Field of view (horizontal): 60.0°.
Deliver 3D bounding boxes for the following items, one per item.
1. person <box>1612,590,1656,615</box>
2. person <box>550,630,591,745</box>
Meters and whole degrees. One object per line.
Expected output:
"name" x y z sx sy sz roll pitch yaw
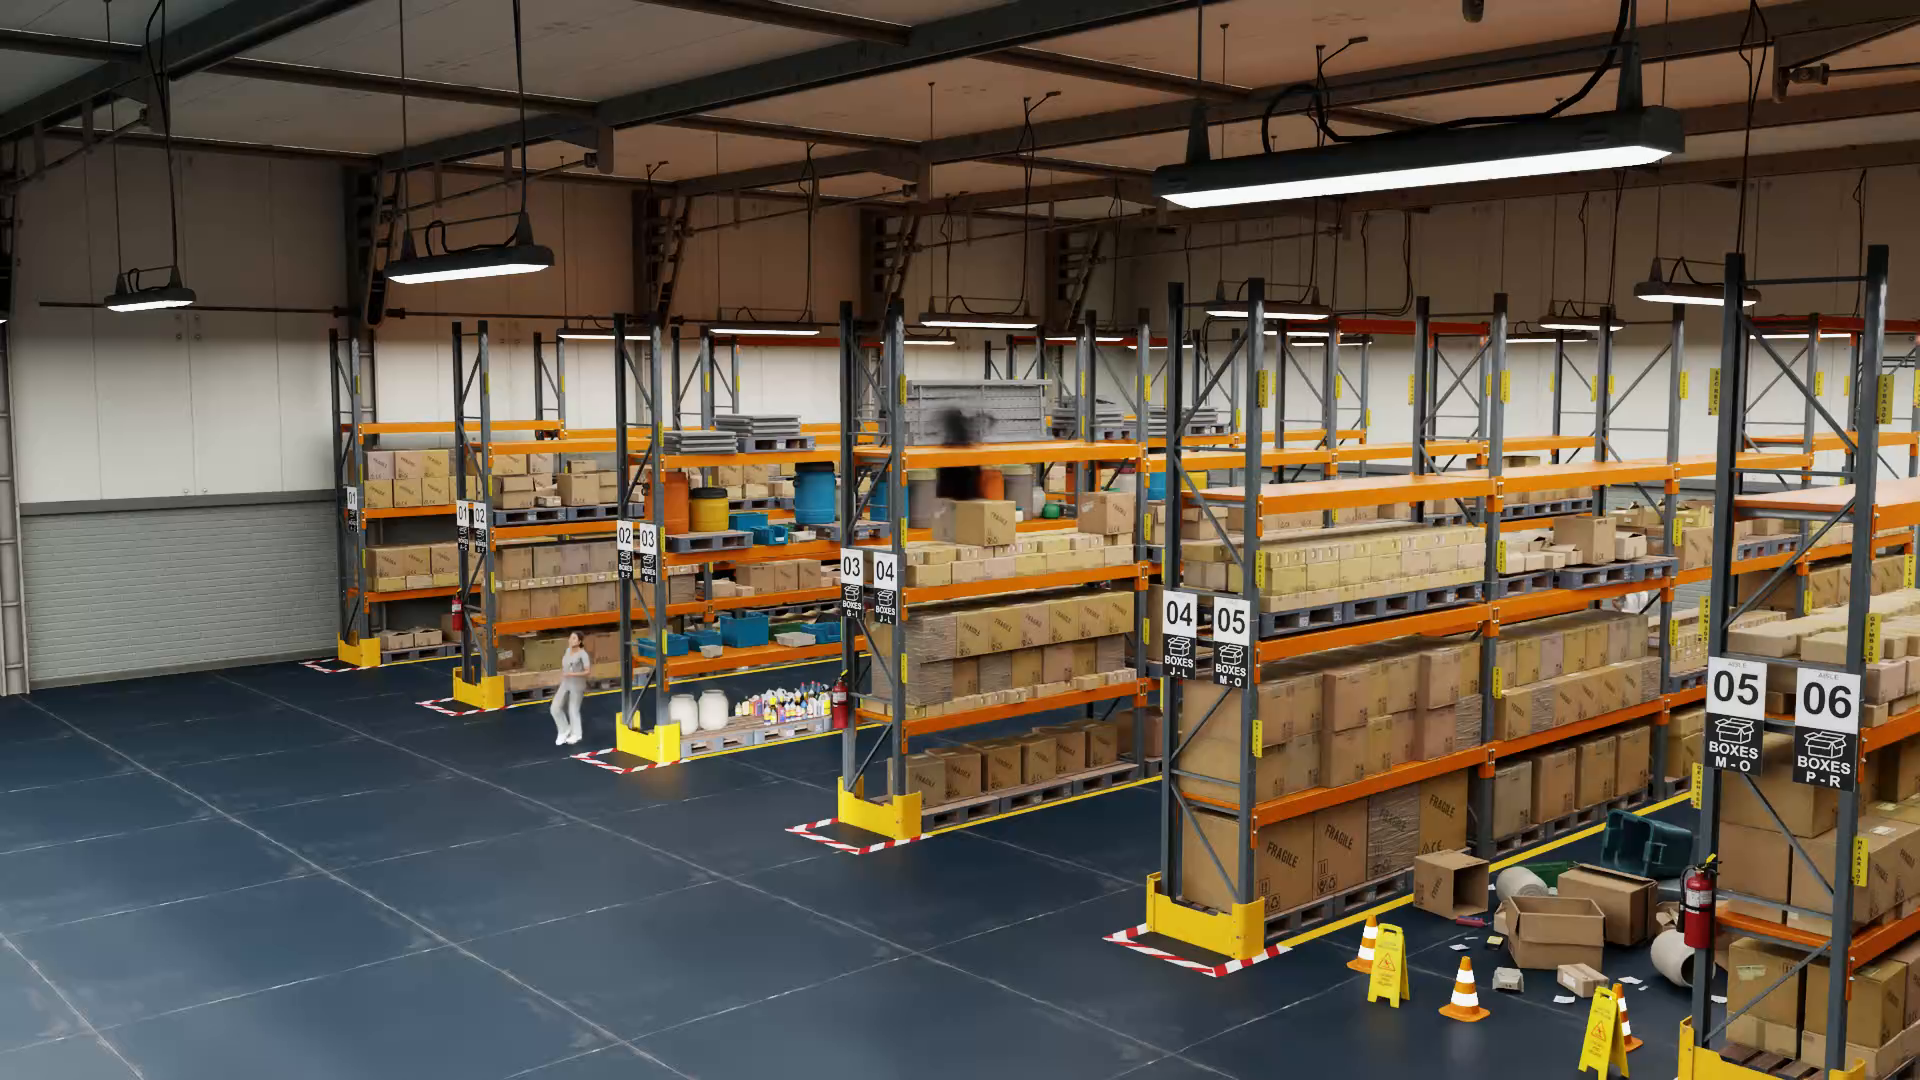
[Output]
"person" 11.979 1.391 29.469 0.690 1.725 0.614 -1 6 -7
"person" -5.377 2.060 23.217 0.577 1.640 0.614 3 6 24
